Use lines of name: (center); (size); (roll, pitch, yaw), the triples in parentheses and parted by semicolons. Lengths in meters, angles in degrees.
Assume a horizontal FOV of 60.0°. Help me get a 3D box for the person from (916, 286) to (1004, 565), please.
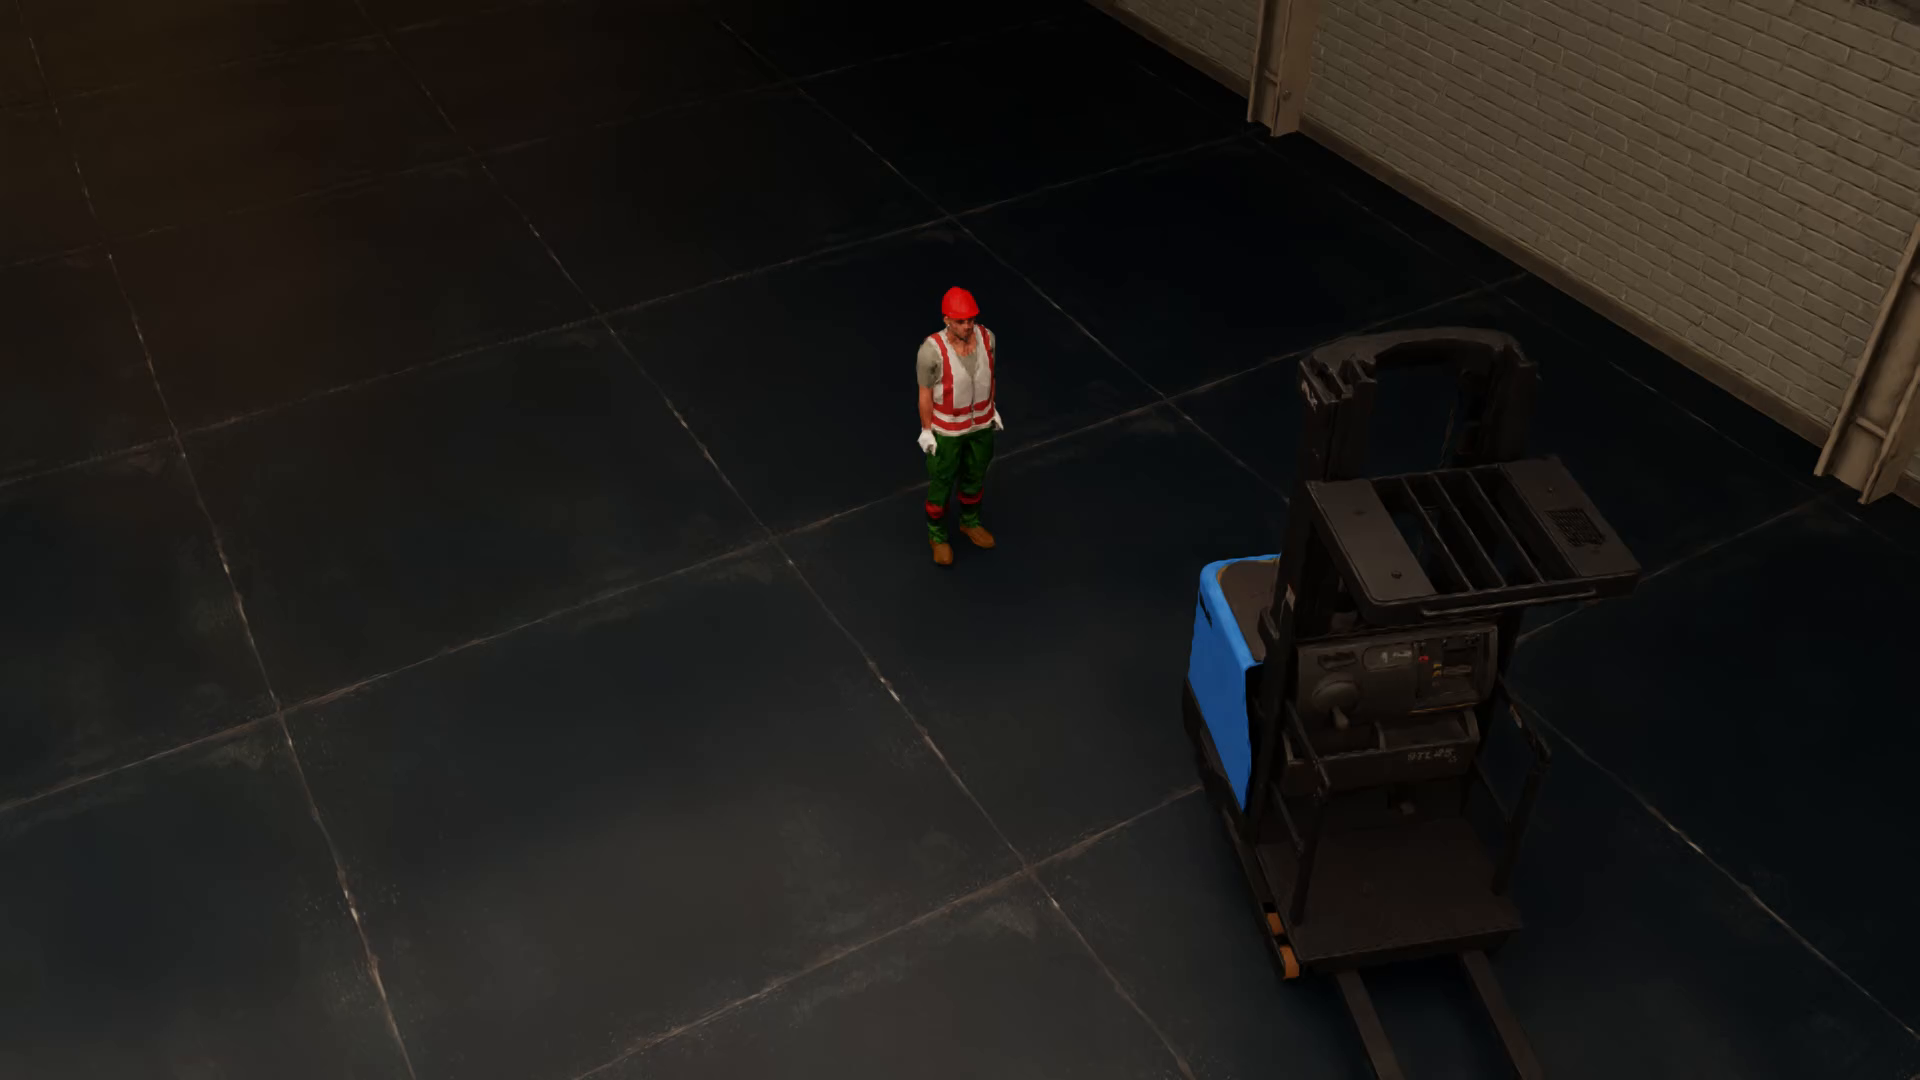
person: (0.011, -0.678, 9.747); (0.540, 1.795, 0.349); (-20, 44, -23)

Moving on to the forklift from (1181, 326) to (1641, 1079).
forklift: (1.979, 0.683, 7.213); (1.130, 2.935, 3.031); (-7, 40, -8)
